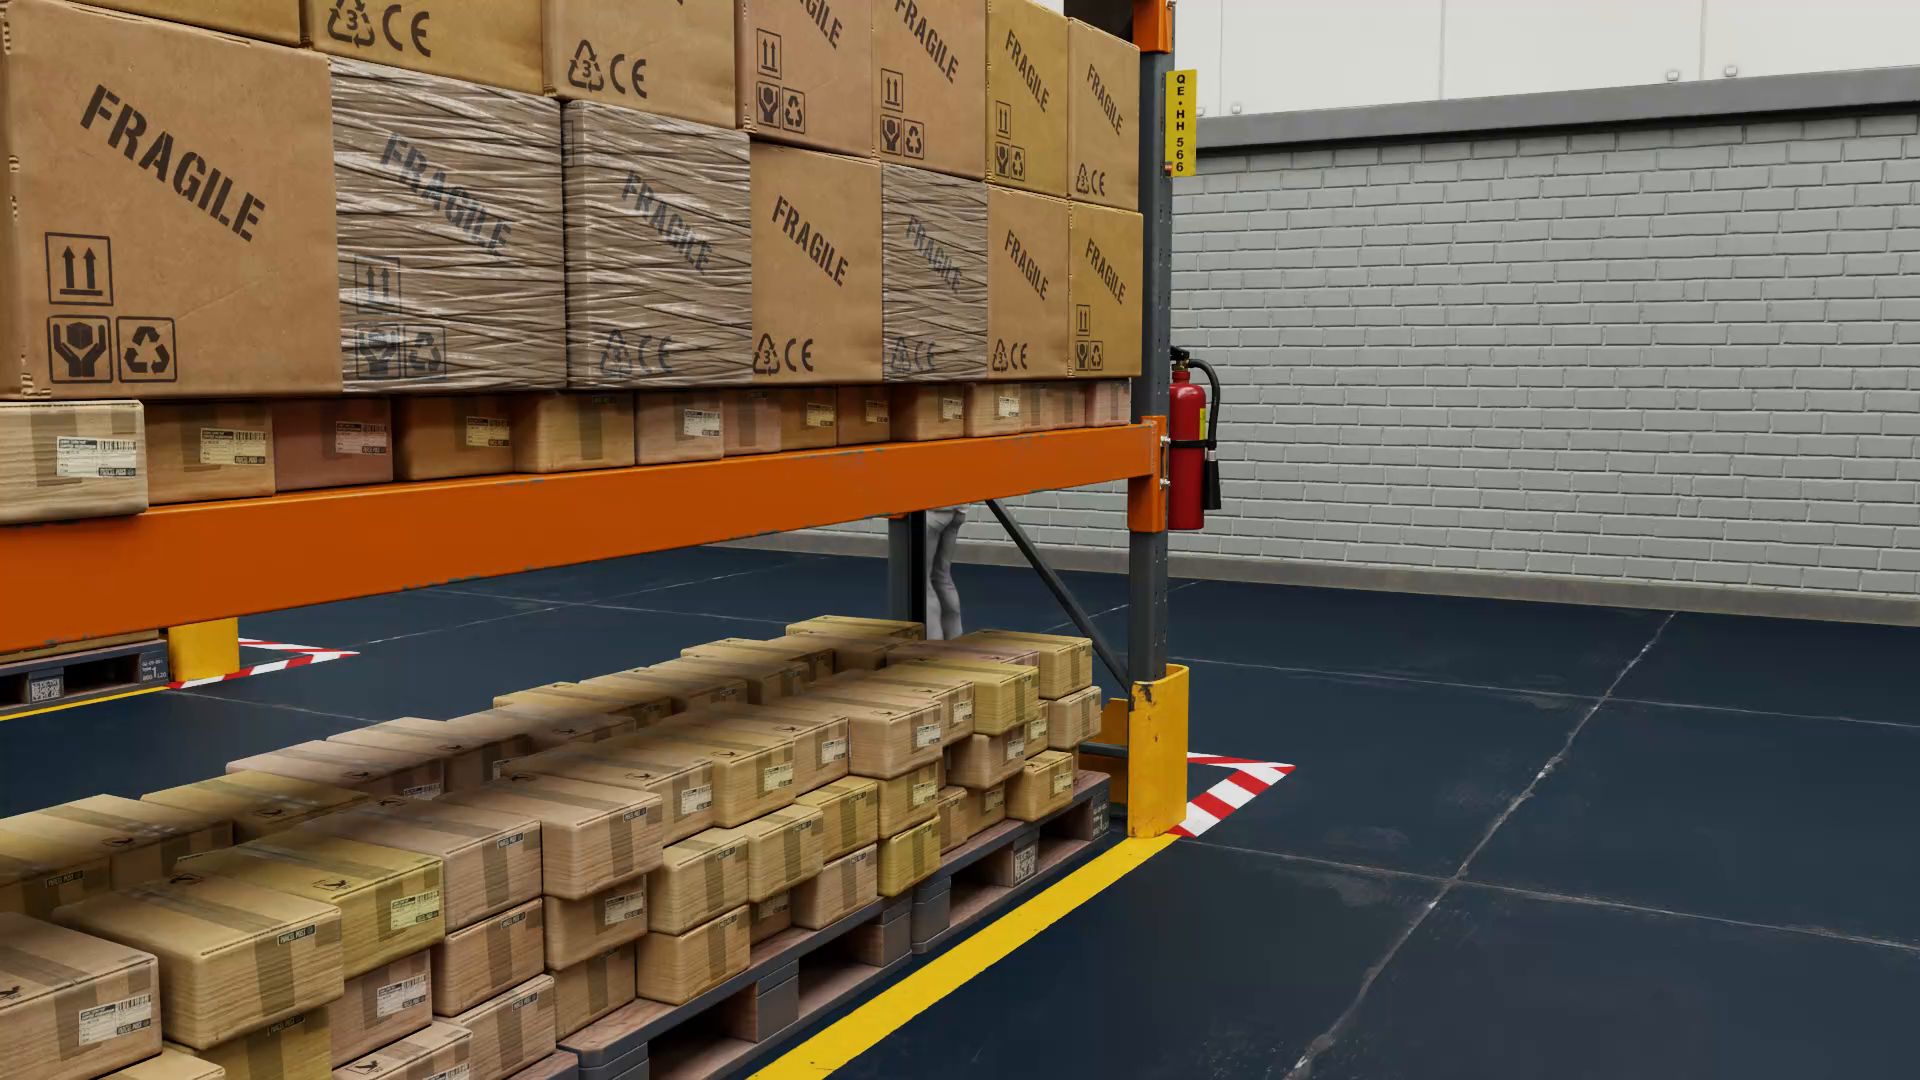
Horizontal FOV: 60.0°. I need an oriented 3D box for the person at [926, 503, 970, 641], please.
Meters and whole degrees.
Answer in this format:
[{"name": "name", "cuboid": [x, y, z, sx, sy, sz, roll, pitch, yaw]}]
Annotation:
[{"name": "person", "cuboid": [-0.194, -0.147, 7.890, 0.471, 1.602, 0.438, 3, 7, 28]}]
